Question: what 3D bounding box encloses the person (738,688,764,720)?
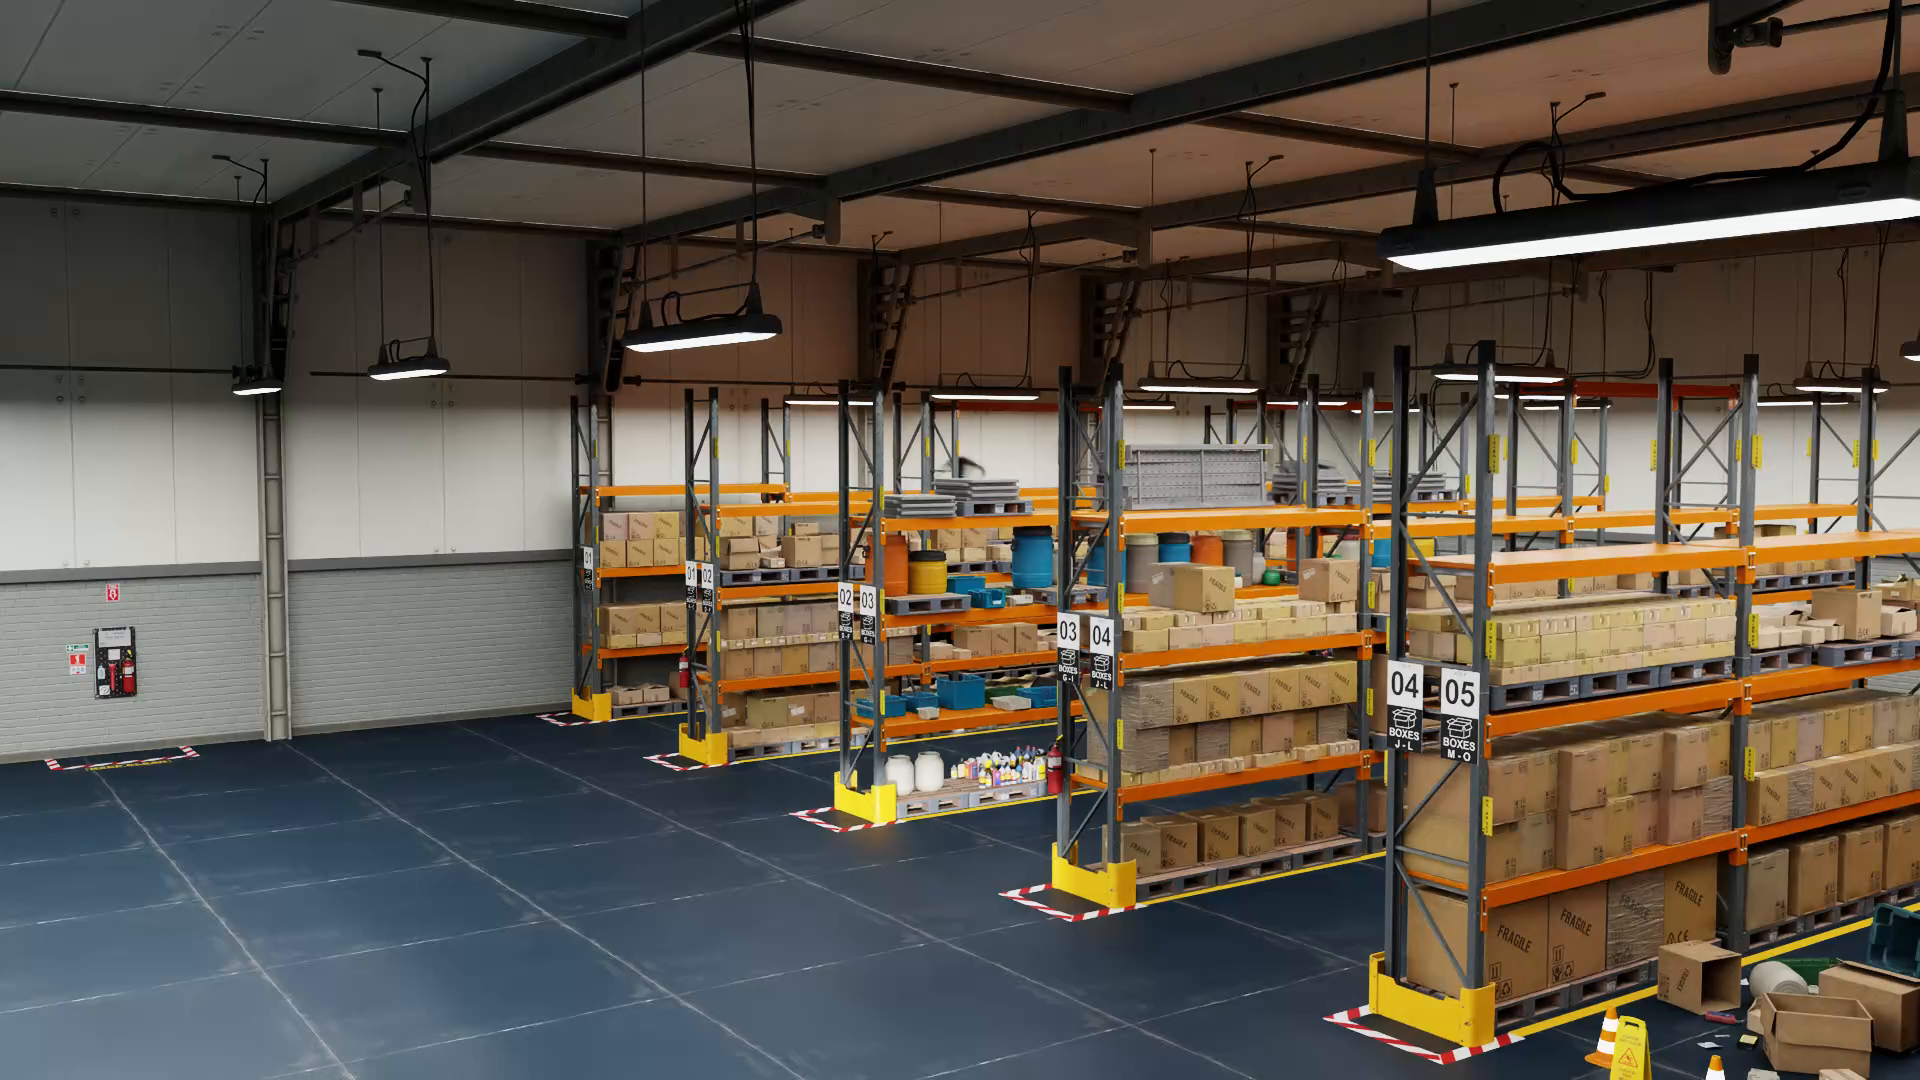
[{"bbox_3d":[-3.648,2.599,29.478,1.099,1.540,0.672,-2,4,-24],"label":"person"}]
